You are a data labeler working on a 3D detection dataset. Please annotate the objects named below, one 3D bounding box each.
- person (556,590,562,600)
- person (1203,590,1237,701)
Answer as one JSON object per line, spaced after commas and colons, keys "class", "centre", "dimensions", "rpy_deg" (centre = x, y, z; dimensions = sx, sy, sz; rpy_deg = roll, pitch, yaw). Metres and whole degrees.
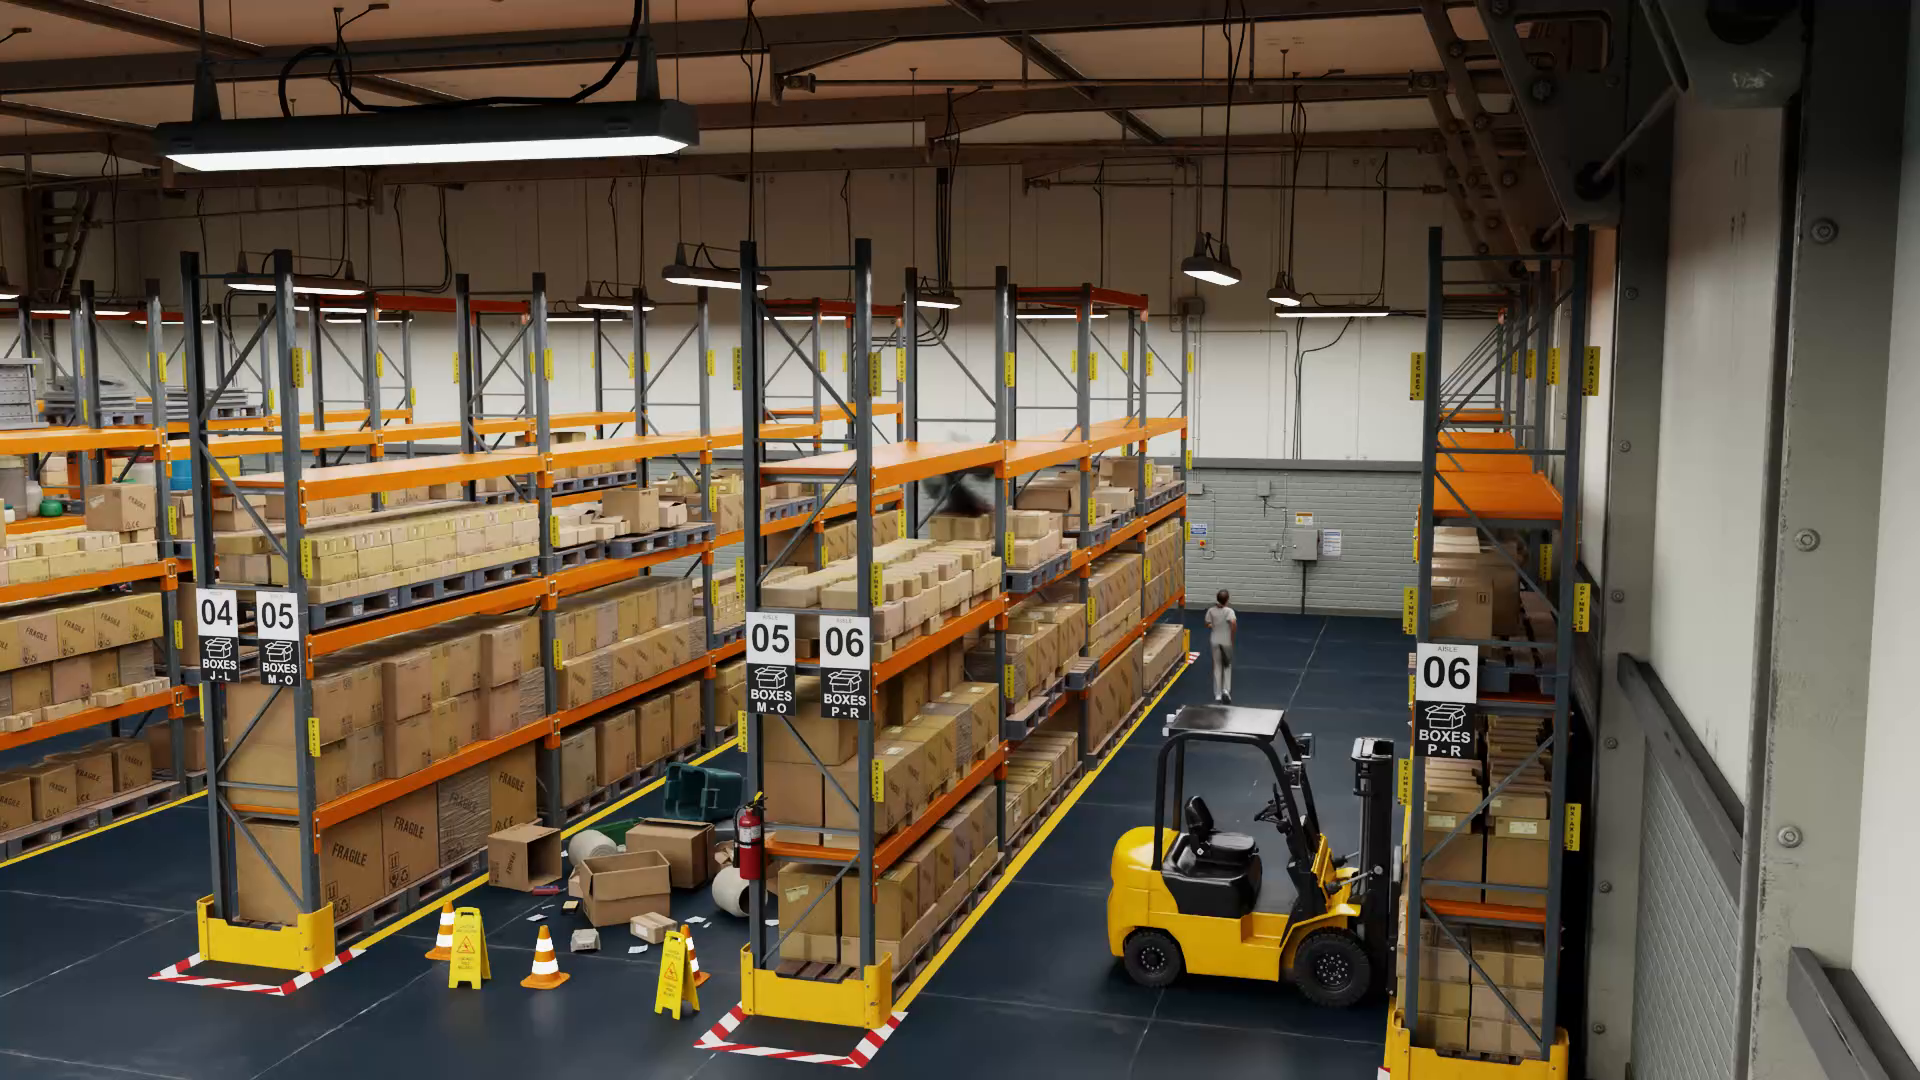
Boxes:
{"class": "person", "centre": [-6.122, 1.519, 25.339], "dimensions": [0.545, 1.714, 0.990], "rpy_deg": [2, 7, 17]}
{"class": "person", "centre": [3.858, 1.598, 24.645], "dimensions": [0.536, 1.728, 0.743], "rpy_deg": [2, 7, 18]}
